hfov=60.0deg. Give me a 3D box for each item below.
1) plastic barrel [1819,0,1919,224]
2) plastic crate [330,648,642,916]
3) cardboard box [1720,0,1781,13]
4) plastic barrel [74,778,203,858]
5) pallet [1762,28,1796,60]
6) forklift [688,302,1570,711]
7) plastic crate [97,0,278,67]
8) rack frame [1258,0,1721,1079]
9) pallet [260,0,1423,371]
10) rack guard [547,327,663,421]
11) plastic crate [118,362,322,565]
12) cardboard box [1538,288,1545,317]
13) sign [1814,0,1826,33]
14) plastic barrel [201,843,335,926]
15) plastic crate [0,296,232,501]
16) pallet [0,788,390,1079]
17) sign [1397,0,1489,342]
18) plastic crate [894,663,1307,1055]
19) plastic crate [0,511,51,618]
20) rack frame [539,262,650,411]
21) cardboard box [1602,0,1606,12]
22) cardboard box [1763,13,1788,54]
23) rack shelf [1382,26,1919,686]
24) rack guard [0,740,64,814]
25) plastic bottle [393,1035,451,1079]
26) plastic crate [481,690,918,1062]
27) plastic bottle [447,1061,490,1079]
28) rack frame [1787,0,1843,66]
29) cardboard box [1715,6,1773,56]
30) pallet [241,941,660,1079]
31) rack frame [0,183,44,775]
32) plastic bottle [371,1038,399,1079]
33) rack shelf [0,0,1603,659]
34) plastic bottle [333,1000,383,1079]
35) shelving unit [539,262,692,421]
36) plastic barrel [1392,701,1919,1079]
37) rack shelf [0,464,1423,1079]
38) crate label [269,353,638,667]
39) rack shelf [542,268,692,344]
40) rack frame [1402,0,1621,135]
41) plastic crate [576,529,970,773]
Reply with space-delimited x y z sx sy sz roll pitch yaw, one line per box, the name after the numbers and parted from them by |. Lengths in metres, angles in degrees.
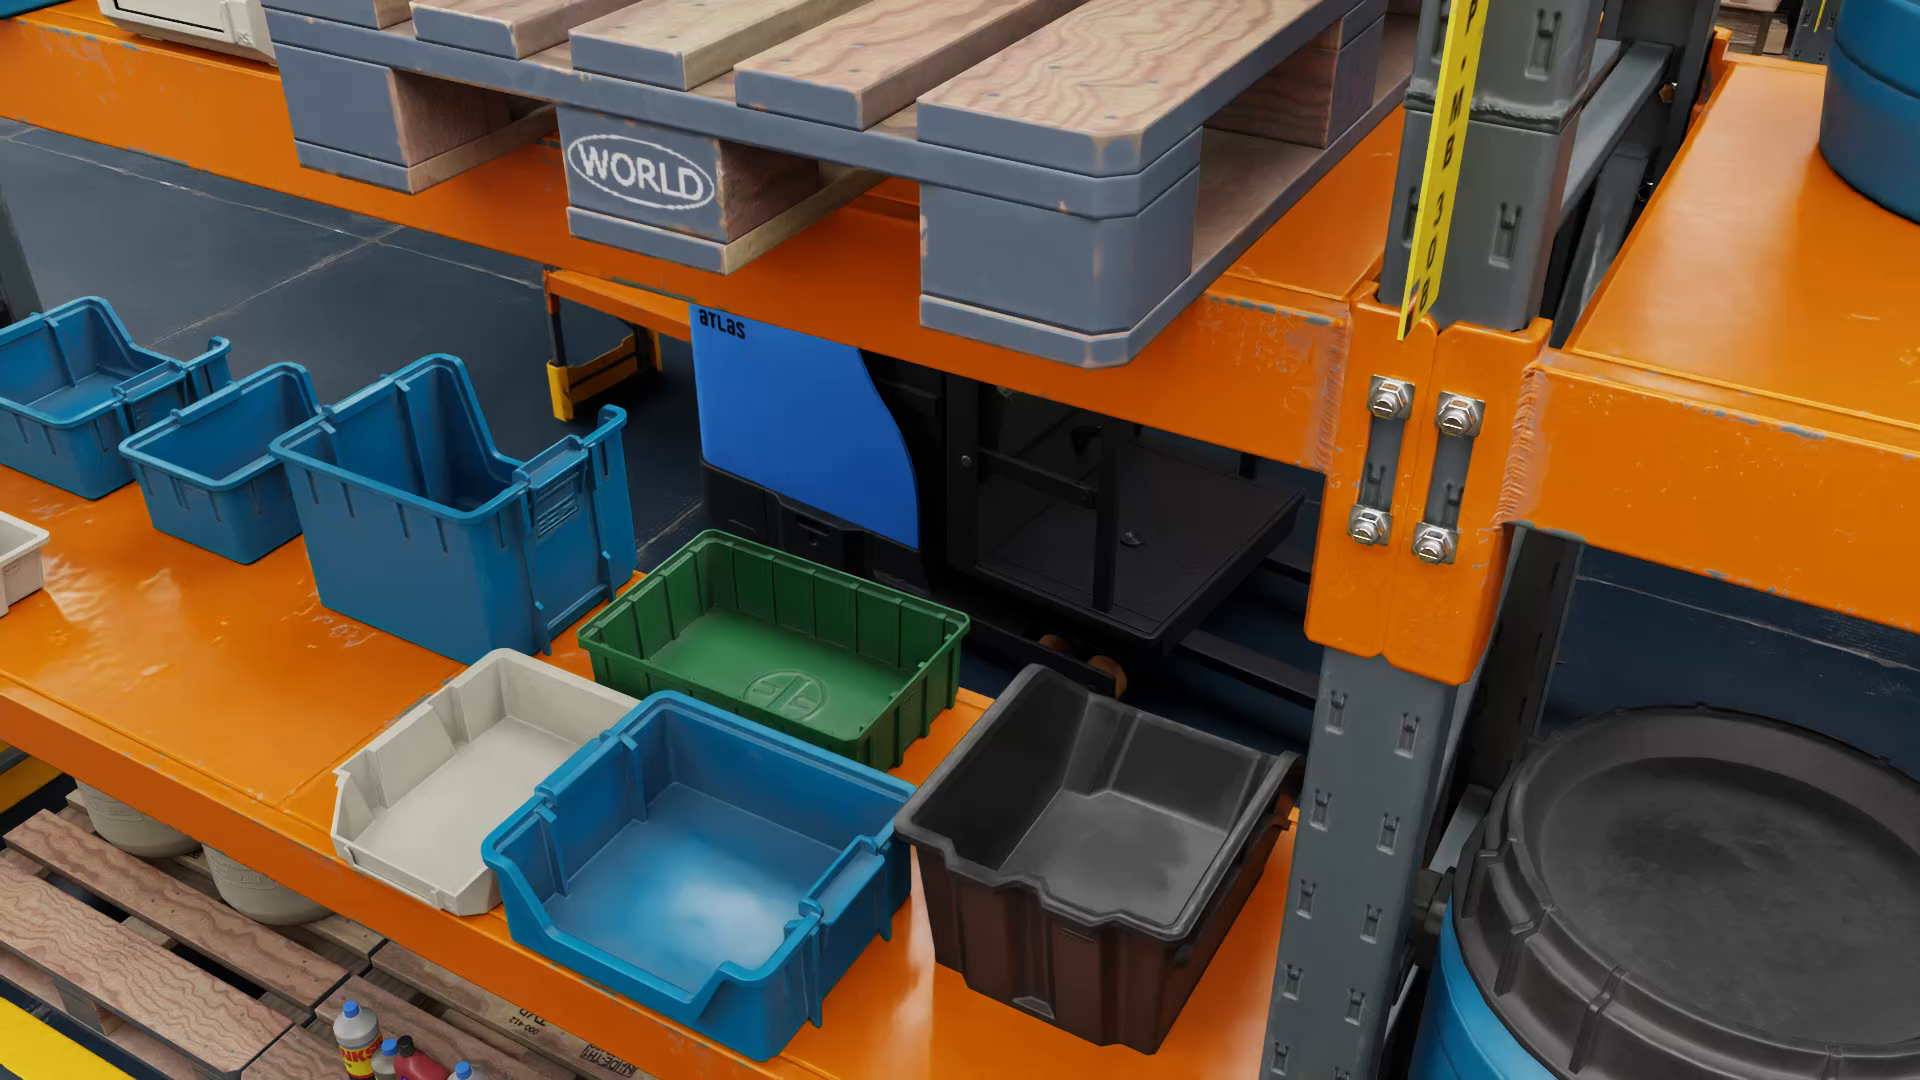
1.217 -0.753 1.515 0.708 0.901 0.600 18 37 24 | plastic barrel
-0.867 0.454 3.099 0.437 0.136 0.530 18 37 24 | plastic crate
2.787 -1.997 5.867 0.250 0.149 0.380 18 37 24 | cardboard box
-2.195 0.574 4.547 0.421 0.512 0.421 0 34 0 | plastic barrel
4.983 -3.105 10.723 1.213 0.211 1.003 18 37 24 | pallet
0.525 -1.010 5.122 3.031 2.935 1.130 22 39 29 | forklift
-0.926 -0.716 2.151 0.396 0.136 0.243 18 37 24 | plastic crate
0.668 0.669 2.539 0.127 3.000 1.000 18 37 24 | rack frame
-0.007 -0.652 1.987 1.003 0.211 1.213 18 37 24 | pallet
-1.518 -0.745 7.143 0.087 0.250 0.587 22 39 29 | rack guard
-1.661 -0.194 3.969 0.408 0.251 0.499 18 37 24 | plastic crate
2.190 -1.221 6.803 0.500 0.500 0.500 18 37 24 | cardboard box
2.855 -1.839 5.453 0.005 0.325 0.100 18 37 24 | sign
-1.760 0.712 4.340 0.421 0.512 0.421 0 34 0 | plastic barrel
-2.222 -0.375 4.242 0.616 0.251 0.499 18 37 24 | plastic crate
-2.013 0.954 4.627 1.213 0.211 1.003 18 37 24 | pallet
0.386 -0.321 1.312 0.005 0.325 0.100 18 37 24 | sign
0.277 0.490 2.864 0.504 0.338 0.767 18 37 24 | plastic crate
-2.187 0.080 3.662 0.250 0.136 0.298 18 37 24 | plastic crate
-1.534 -1.271 6.806 0.032 1.500 0.500 22 39 29 | rack frame
2.280 -2.016 6.481 0.500 0.500 0.700 17 37 24 | cardboard box
5.105 -3.235 10.561 0.250 0.166 0.380 13 36 18 | cardboard box
2.405 0.270 1.081 4.000 0.370 1.077 18 37 24 | rack shelf
-2.715 0.608 4.886 0.348 0.500 1.175 18 37 24 | rack guard
-1.198 1.236 3.741 0.133 0.283 0.061 18 38 25 | plastic bottle
-0.427 0.557 2.841 0.616 0.251 0.499 18 37 24 | plastic crate
-1.088 1.264 3.709 0.097 0.271 0.097 0 34 0 | plastic bottle
3.129 -1.713 6.117 0.127 3.000 1.000 18 37 24 | rack frame
2.741 -1.874 6.268 0.500 0.500 0.700 17 37 23 | cardboard box
-0.958 1.290 4.122 1.213 0.211 1.003 18 37 24 | pallet
-2.805 -0.431 4.191 0.127 3.000 1.000 18 37 24 | rack frame
-1.295 1.228 3.828 0.097 0.201 0.097 0 34 0 | plastic bottle
-1.068 -0.830 2.733 4.000 0.370 1.077 18 37 24 | rack shelf
-1.385 1.170 3.851 0.097 0.271 0.097 0 34 0 | plastic bottle
-1.115 -1.104 6.554 1.083 1.500 0.587 22 39 29 | shelving unit
0.853 0.713 2.021 0.708 0.901 0.600 18 37 24 | plastic barrel
-1.068 0.419 3.564 4.000 0.370 1.077 18 37 24 | rack shelf
-1.072 -0.070 3.616 0.616 0.435 0.502 18 37 24 | crate label
-1.122 -0.957 6.658 1.000 0.185 0.538 22 39 29 | rack shelf
0.668 -1.828 0.876 0.127 3.000 1.000 18 37 24 | rack frame
-0.370 0.248 3.362 0.662 0.188 0.450 18 37 24 | plastic crate
